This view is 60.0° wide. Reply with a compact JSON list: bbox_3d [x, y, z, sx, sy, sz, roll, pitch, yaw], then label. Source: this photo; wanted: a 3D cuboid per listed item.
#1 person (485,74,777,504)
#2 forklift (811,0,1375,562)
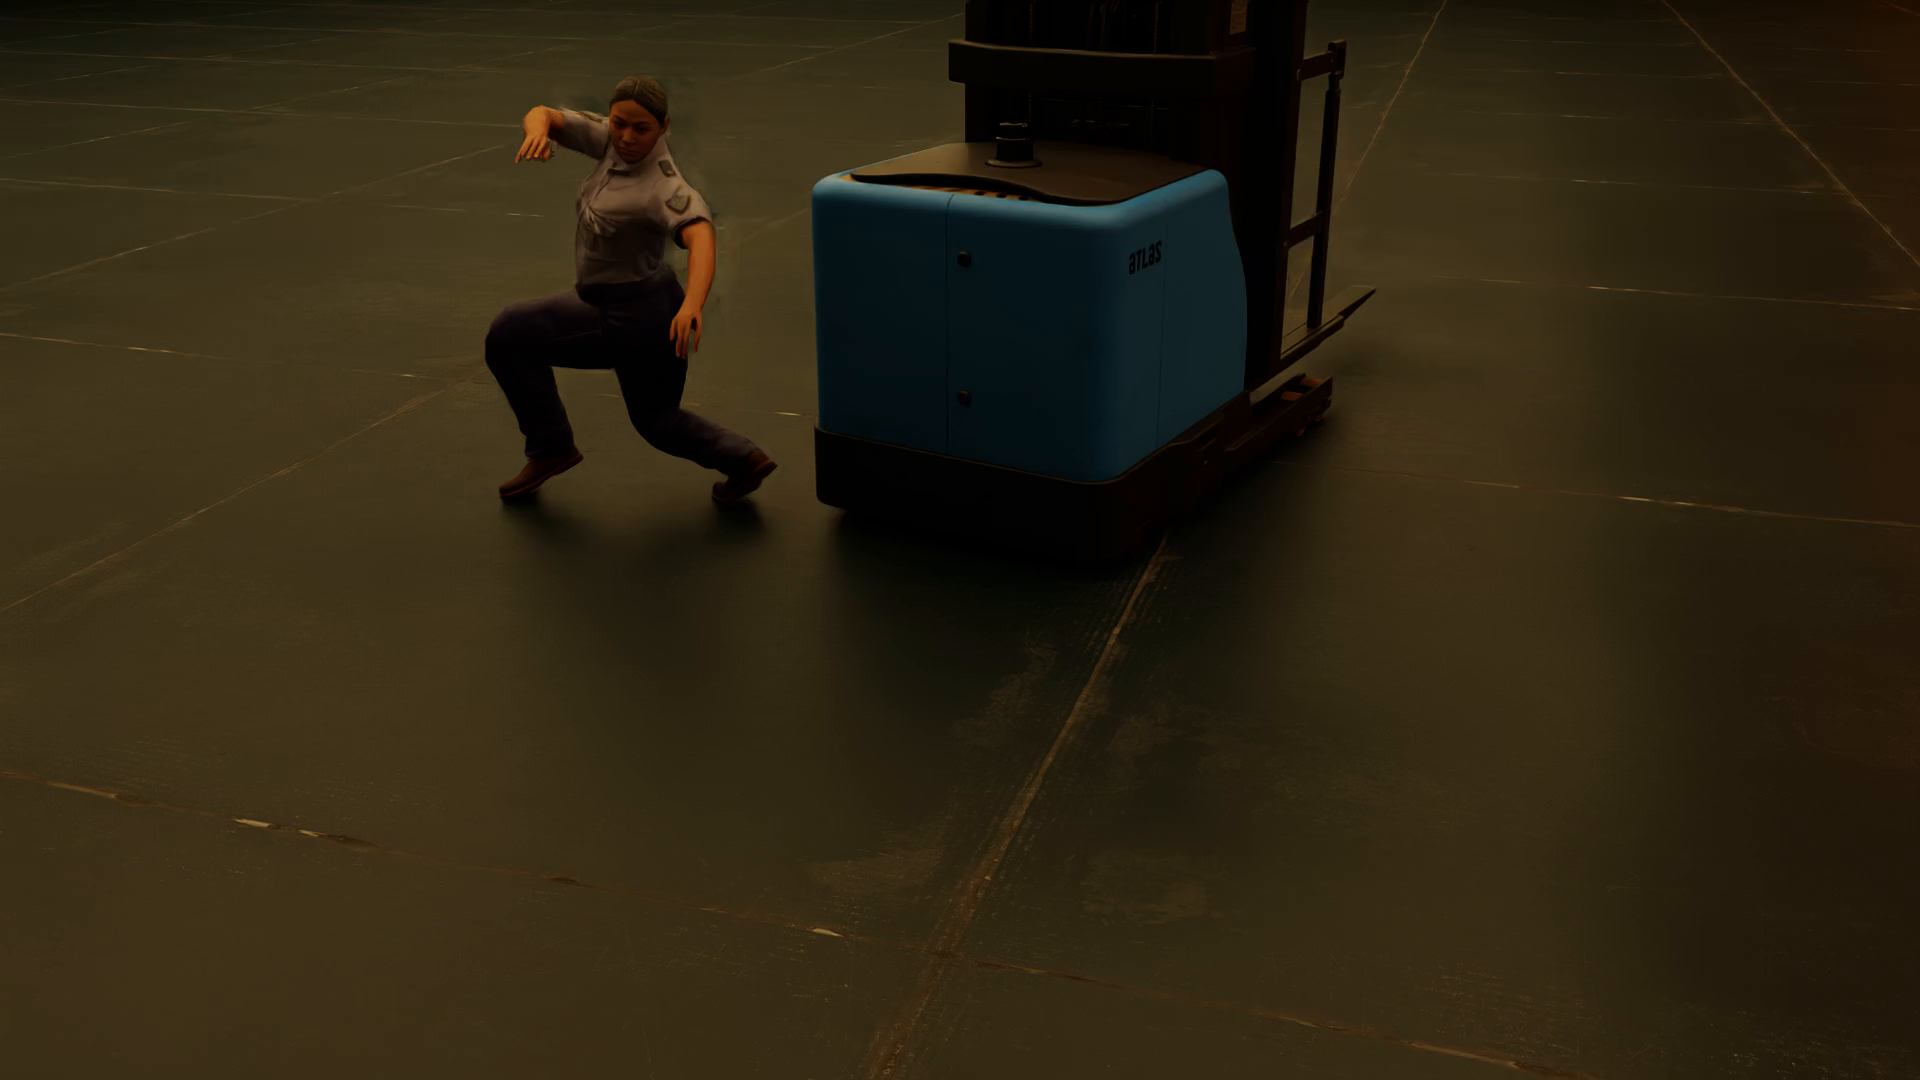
[{"bbox_3d":[-1.058,-0.687,5.007,0.944,1.368,0.842,2,23,6],"label":"person"},{"bbox_3d":[0.731,-1.809,5.662,1.130,2.935,3.031,13,26,28],"label":"forklift"}]
